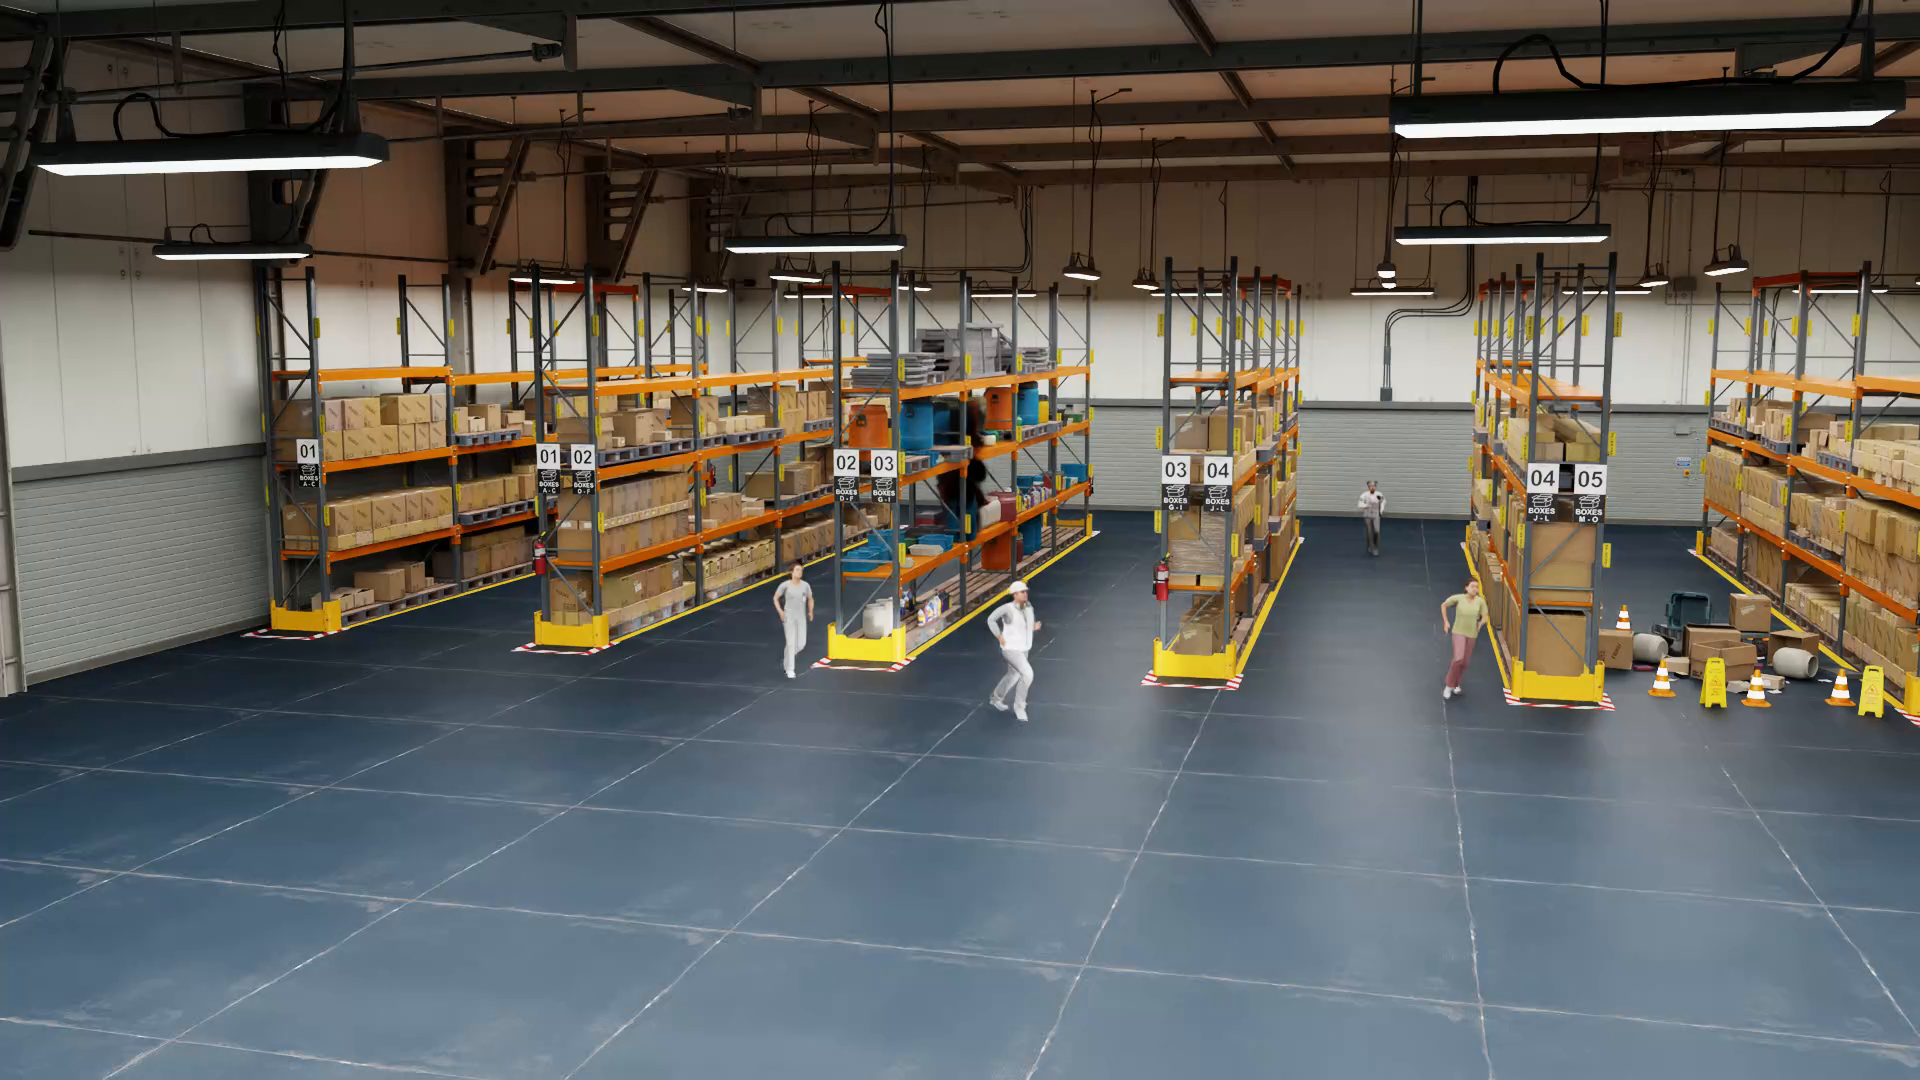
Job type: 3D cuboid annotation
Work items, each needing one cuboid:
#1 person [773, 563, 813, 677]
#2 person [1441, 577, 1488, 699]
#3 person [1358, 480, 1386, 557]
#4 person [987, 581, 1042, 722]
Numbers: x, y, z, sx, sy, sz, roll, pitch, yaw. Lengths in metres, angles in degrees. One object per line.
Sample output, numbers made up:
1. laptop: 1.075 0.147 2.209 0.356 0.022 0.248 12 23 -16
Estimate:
1. person: -2.402 1.148 24.191 0.605 1.635 0.533 -3 8 -22
2. person: 6.887 1.324 22.664 0.583 1.669 0.703 0 7 0
3. person: 9.111 -0.491 36.817 0.594 1.714 0.752 2 7 13
4. person: 0.705 1.421 21.495 0.804 1.813 0.637 6 9 38
